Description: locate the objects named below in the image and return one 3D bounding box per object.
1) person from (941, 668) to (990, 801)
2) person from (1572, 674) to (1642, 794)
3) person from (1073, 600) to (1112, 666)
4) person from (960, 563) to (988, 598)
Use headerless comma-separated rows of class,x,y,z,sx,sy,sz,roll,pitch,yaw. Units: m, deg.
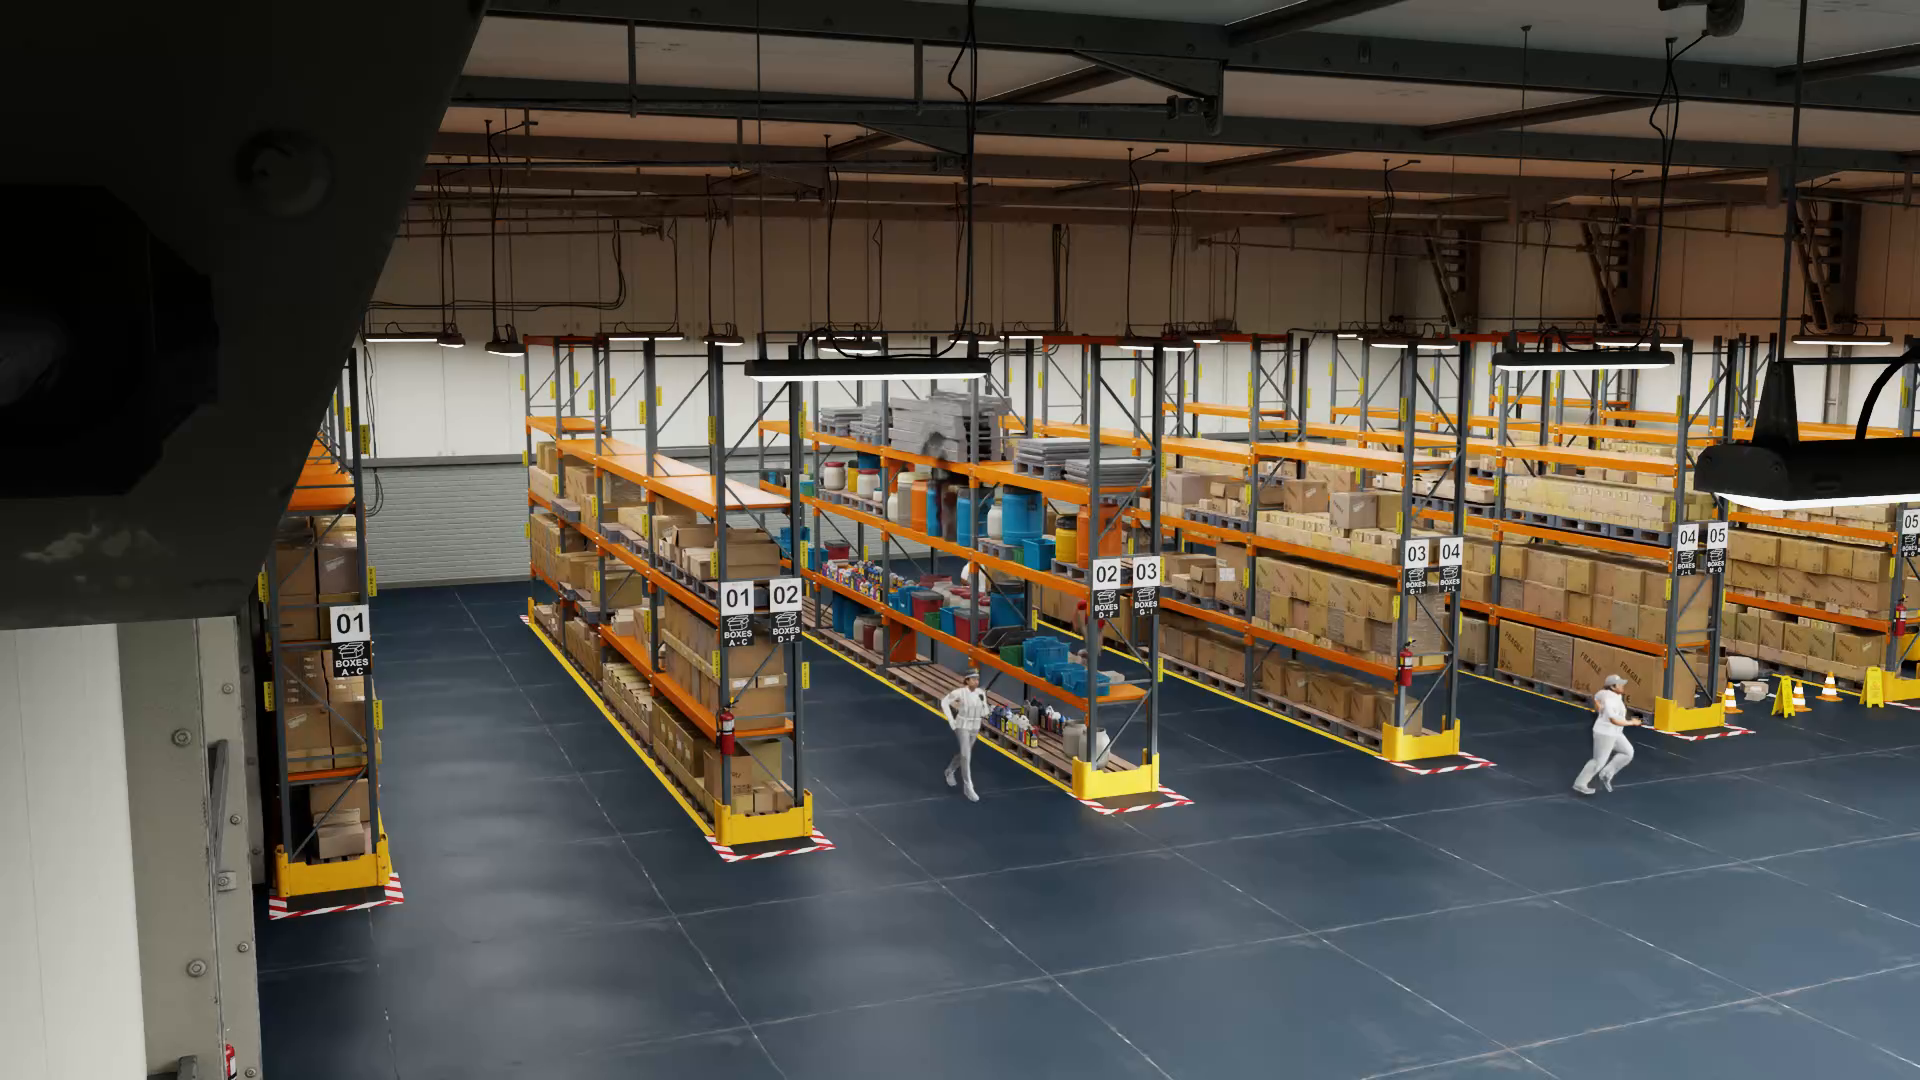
person,0.118,2.536,22.200,0.627,1.685,0.912,-5,9,-34
person,8.625,2.574,22.114,0.816,1.624,0.616,4,8,25
person,2.383,1.638,29.287,0.650,1.652,0.735,-6,9,-36
person,0.289,1.085,32.980,0.663,1.776,1.119,-4,8,-25
